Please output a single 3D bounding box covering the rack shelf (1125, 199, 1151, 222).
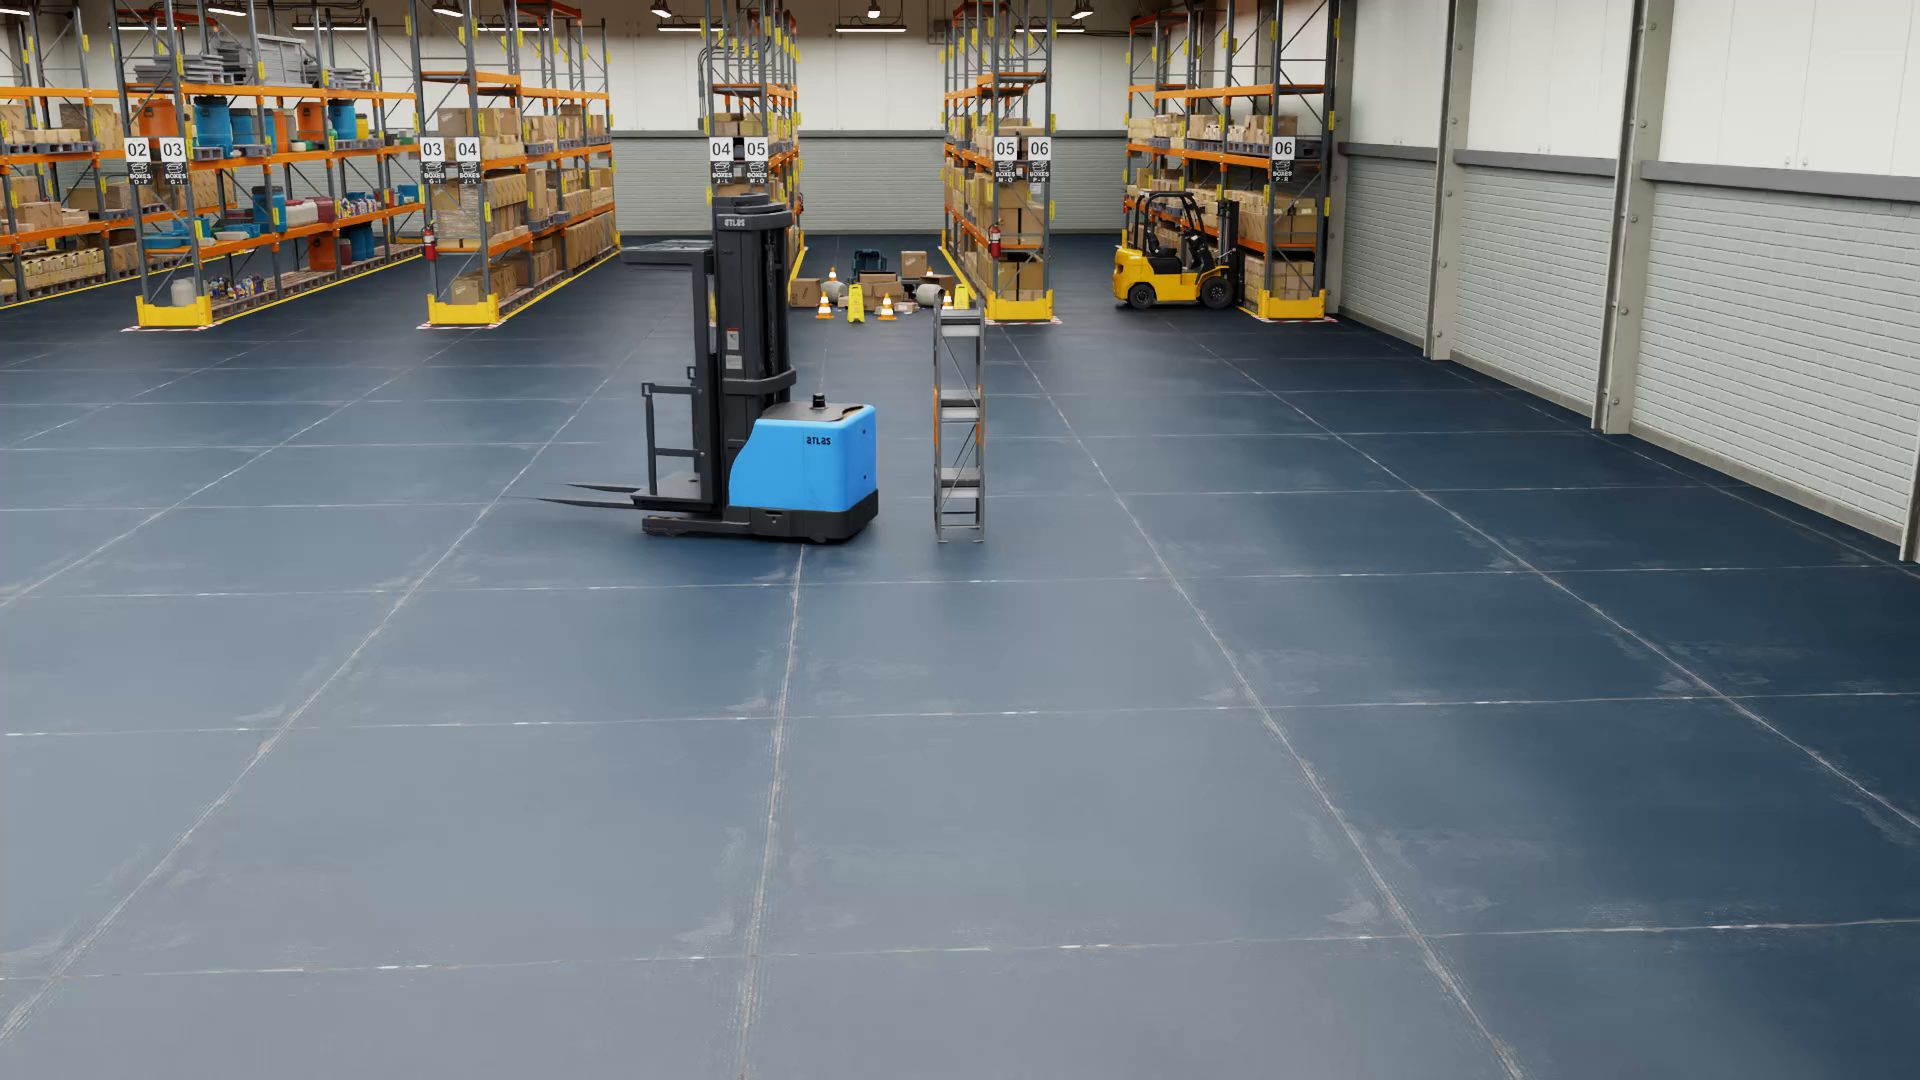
[{"bbox_3d":[5.175,-8.669,43.644,1.077,0.370,4.000,-1,14,-3],"label":"rack shelf"}]

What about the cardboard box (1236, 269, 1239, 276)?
[{"bbox_3d":[5.600,-5.143,32.169,0.500,0.250,0.500,-1,14,-4],"label":"cardboard box"}]

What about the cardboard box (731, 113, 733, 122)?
[{"bbox_3d":[-4.219,-7.466,29.366,0.380,0.149,0.250,-1,14,-3],"label":"cardboard box"}]

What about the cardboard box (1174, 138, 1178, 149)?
[{"bbox_3d":[5.241,-9.154,38.367,0.500,0.250,0.500,-1,14,-3],"label":"cardboard box"}]

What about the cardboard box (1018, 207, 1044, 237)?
[{"bbox_3d":[1.336,-5.773,30.145,0.500,0.500,0.500,-1,14,-4],"label":"cardboard box"}]

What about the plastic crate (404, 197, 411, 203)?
[{"bbox_3d":[-14.502,-8.837,43.261,0.396,0.136,0.243,-1,14,-3],"label":"plastic crate"}]

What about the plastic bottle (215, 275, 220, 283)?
[{"bbox_3d":[-14.357,-4.947,32.165,0.144,0.351,0.185,0,14,-2],"label":"plastic bottle"}]

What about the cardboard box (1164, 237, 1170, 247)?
[{"bbox_3d":[5.200,-7.004,39.901,0.500,0.500,0.500,-1,14,-5],"label":"cardboard box"}]

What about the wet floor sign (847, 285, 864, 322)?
[{"bbox_3d":[-1.867,-4.240,29.710,0.267,0.644,0.232,-3,15,-13],"label":"wet floor sign"}]

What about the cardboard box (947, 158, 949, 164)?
[{"bbox_3d":[-0.133,-9.996,43.848,0.380,0.149,0.250,-1,14,-5],"label":"cardboard box"}]

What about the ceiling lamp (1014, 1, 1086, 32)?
[{"bbox_3d":[2.562,-15.878,46.464,2.000,3.185,0.800,-1,14,-3],"label":"ceiling lamp"}]

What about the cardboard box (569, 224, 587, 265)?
[{"bbox_3d":[-9.367,-6.863,38.601,1.225,0.875,0.875,-1,14,-3],"label":"cardboard box"}]

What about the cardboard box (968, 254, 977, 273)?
[{"bbox_3d":[0.672,-6.054,36.469,0.950,0.372,0.625,-1,14,-5],"label":"cardboard box"}]

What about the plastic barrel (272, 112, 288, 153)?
[{"bbox_3d":[-14.366,-8.509,34.695,0.600,0.830,0.708,-1,14,-3],"label":"plastic barrel"}]

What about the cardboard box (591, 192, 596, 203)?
[{"bbox_3d":[-9.313,-8.482,41.176,0.500,0.250,0.500,-1,14,-4],"label":"cardboard box"}]

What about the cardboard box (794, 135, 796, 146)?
[{"bbox_3d":[-4.407,-10.095,42.021,0.500,0.250,0.500,0,14,-1],"label":"cardboard box"}]

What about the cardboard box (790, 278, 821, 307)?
[{"bbox_3d":[-2.973,-4.772,32.064,0.500,0.500,0.500,2,15,6],"label":"cardboard box"}]

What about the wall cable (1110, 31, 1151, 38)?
[{"bbox_3d":[5.980,-16.537,49.579,2.988,3.039,0.133,-1,14,-3],"label":"wall cable"}]

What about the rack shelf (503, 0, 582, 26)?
[{"bbox_3d":[-9.422,-11.959,37.720,1.077,0.370,4.000,-1,14,-3],"label":"rack shelf"}]

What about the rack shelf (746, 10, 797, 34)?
[{"bbox_3d":[-4.713,-13.005,41.786,1.077,0.370,4.000,-1,14,-3],"label":"rack shelf"}]

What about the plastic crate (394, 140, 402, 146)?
[{"bbox_3d":[-14.361,-10.023,41.971,0.437,0.136,0.530,-1,14,-3],"label":"plastic crate"}]

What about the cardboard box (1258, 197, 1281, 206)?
[{"bbox_3d":[5.721,-6.254,30.713,0.380,0.149,0.250,-1,14,-2],"label":"cardboard box"}]

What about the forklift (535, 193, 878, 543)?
[{"bbox_3d":[-2.318,-1.571,14.752,3.031,2.935,1.130,4,15,14],"label":"forklift"}]

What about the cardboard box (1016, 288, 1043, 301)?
[{"bbox_3d":[1.315,-4.535,30.807,0.500,0.250,0.500,-1,14,-4],"label":"cardboard box"}]

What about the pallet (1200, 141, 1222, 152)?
[{"bbox_3d":[5.751,-8.441,35.673,1.003,0.211,1.213,0,14,-1],"label":"pallet"}]

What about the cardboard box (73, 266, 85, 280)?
[{"bbox_3d":[-18.845,-5.634,35.080,0.500,0.250,0.500,-1,14,-2],"label":"cardboard box"}]

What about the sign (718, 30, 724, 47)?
[{"bbox_3d":[-4.634,-9.736,32.274,0.100,0.325,0.005,-1,14,-3],"label":"sign"}]

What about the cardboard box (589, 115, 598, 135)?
[{"bbox_3d":[-9.573,-10.502,42.061,0.700,0.500,0.500,0,14,-1],"label":"cardboard box"}]

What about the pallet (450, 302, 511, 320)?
[{"bbox_3d":[-8.822,-4.176,30.334,1.003,0.211,1.213,-1,14,-3],"label":"pallet"}]

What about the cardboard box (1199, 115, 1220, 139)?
[{"bbox_3d":[5.412,-8.841,35.605,0.500,0.500,0.500,-1,14,-2],"label":"cardboard box"}]

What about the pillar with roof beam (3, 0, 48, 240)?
[{"bbox_3d":[-21.359,-12.685,45.768,9.100,9.000,0.548,-1,14,-3],"label":"pillar with roof beam"}]

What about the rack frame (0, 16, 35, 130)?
[{"bbox_3d":[-24.625,-11.960,42.952,1.000,3.000,0.127,-1,14,-3],"label":"rack frame"}]

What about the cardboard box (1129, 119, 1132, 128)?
[{"bbox_3d":[4.828,-11.167,44.589,0.500,0.250,0.500,-1,14,-4],"label":"cardboard box"}]

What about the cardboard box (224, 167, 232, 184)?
[{"bbox_3d":[-19.379,-9.559,43.450,0.500,0.500,0.500,-1,14,-4],"label":"cardboard box"}]

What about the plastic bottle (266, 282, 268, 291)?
[{"bbox_3d":[-13.660,-4.996,32.657,0.097,0.201,0.097,0,14,0],"label":"plastic bottle"}]

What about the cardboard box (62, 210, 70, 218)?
[{"bbox_3d":[-19.323,-6.874,35.403,0.500,0.311,0.500,-1,14,-4],"label":"cardboard box"}]

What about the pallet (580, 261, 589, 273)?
[{"bbox_3d":[-9.344,-6.444,39.149,1.003,0.211,1.213,-1,14,-3],"label":"pallet"}]

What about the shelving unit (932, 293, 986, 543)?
[{"bbox_3d":[-0.010,-1.058,14.425,0.431,2.100,0.503,-1,14,-3],"label":"shelving unit"}]

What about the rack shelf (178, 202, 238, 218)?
[{"bbox_3d":[-19.557,-8.287,42.157,1.077,0.370,4.000,-1,14,-3],"label":"rack shelf"}]

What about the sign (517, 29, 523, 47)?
[{"bbox_3d":[-8.507,-9.700,32.133,0.100,0.325,0.005,-1,14,-3],"label":"sign"}]

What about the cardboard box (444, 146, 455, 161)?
[{"bbox_3d":[-9.085,-6.801,29.221,0.500,0.250,0.500,-1,14,-2],"label":"cardboard box"}]

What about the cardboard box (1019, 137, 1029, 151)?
[{"bbox_3d":[1.324,-7.111,29.830,0.500,0.250,0.500,-1,14,-4],"label":"cardboard box"}]

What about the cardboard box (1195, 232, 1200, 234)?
[{"bbox_3d":[5.752,-7.227,39.467,0.380,0.149,0.250,-1,14,-5],"label":"cardboard box"}]

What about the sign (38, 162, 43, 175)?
[{"bbox_3d":[-24.082,-9.735,43.545,0.100,0.325,0.005,-1,14,-3],"label":"sign"}]

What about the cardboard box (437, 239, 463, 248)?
[{"bbox_3d":[-9.026,-5.251,29.420,0.380,0.149,0.250,-1,14,-3],"label":"cardboard box"}]

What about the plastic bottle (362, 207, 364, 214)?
[{"bbox_3d":[-14.045,-7.746,39.010,0.097,0.201,0.097,0,14,0],"label":"plastic bottle"}]

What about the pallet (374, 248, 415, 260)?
[{"bbox_3d":[-14.652,-7.349,42.666,1.003,0.211,1.213,-1,14,-3],"label":"pallet"}]

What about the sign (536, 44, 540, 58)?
[{"bbox_3d":[-10.101,-11.722,39.832,0.100,0.325,0.005,-1,14,-3],"label":"sign"}]

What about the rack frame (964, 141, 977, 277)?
[{"bbox_3d":[0.593,-7.448,37.453,1.000,3.000,0.127,-1,14,-3],"label":"rack frame"}]

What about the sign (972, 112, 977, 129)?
[{"bbox_3d":[0.287,-8.337,33.063,0.100,0.325,0.005,-1,14,-3],"label":"sign"}]
